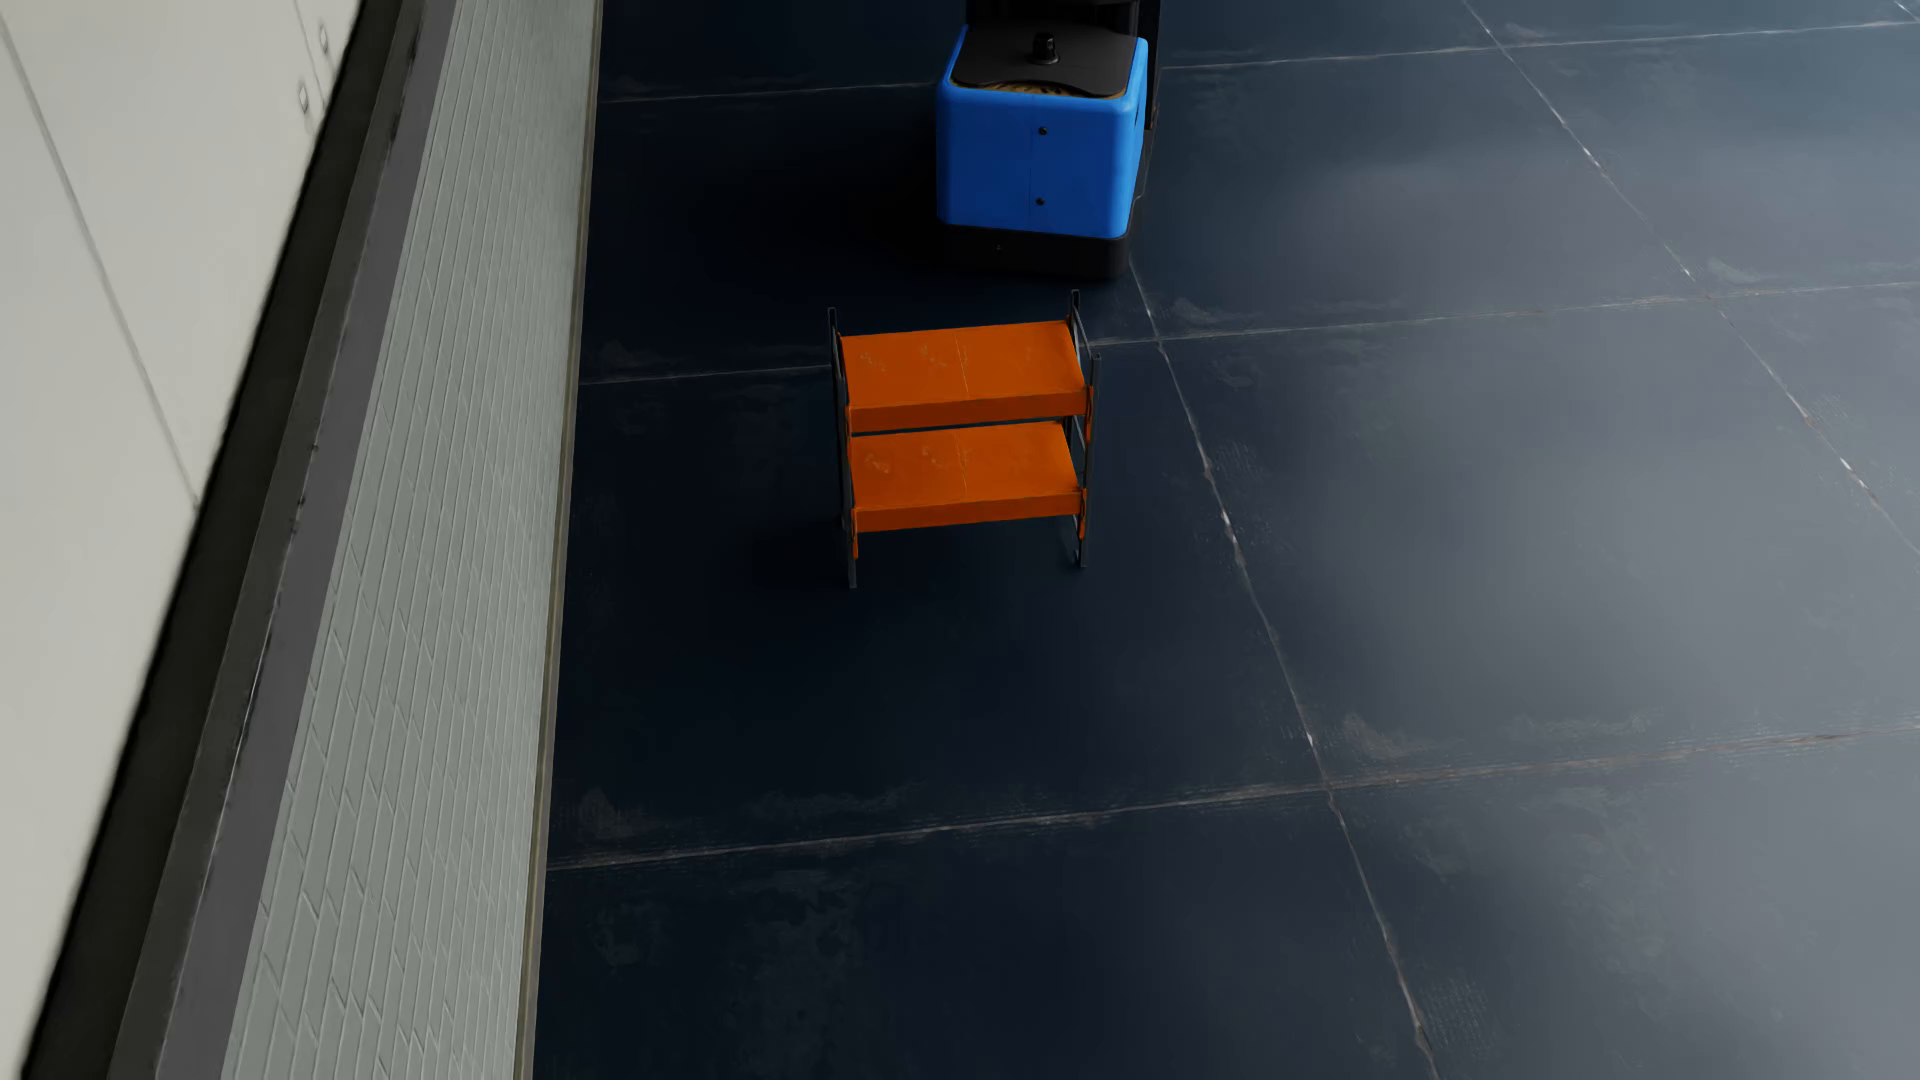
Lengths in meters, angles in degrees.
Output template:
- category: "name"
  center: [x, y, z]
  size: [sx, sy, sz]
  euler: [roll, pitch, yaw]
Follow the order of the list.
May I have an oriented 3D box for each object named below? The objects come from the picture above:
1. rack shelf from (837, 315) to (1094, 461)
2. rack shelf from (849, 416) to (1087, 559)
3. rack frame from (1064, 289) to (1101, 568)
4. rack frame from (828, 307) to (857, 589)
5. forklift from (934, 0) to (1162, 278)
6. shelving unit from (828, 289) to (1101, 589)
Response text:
- category: "rack shelf"
  center: [0.007, -0.636, 6.893]
  size: [1.000, 0.278, 0.538]
  euler: [-5, 42, -6]
- category: "rack shelf"
  center: [0.007, -0.237, 7.253]
  size: [1.000, 0.278, 0.538]
  euler: [-5, 42, -6]
- category: "rack frame"
  center: [0.511, -0.462, 7.138]
  size: [0.032, 1.125, 0.500]
  euler: [-5, 42, -6]
- category: "rack frame"
  center: [-0.497, -0.374, 7.040]
  size: [0.032, 1.125, 0.500]
  euler: [-5, 42, -6]
- category: "forklift"
  center: [0.619, -3.484, 9.140]
  size: [1.130, 2.935, 3.031]
  euler: [7, 42, 7]
- category: "shelving unit"
  center: [0.007, -0.418, 7.089]
  size: [1.048, 1.125, 0.538]
  euler: [-5, 42, -6]
